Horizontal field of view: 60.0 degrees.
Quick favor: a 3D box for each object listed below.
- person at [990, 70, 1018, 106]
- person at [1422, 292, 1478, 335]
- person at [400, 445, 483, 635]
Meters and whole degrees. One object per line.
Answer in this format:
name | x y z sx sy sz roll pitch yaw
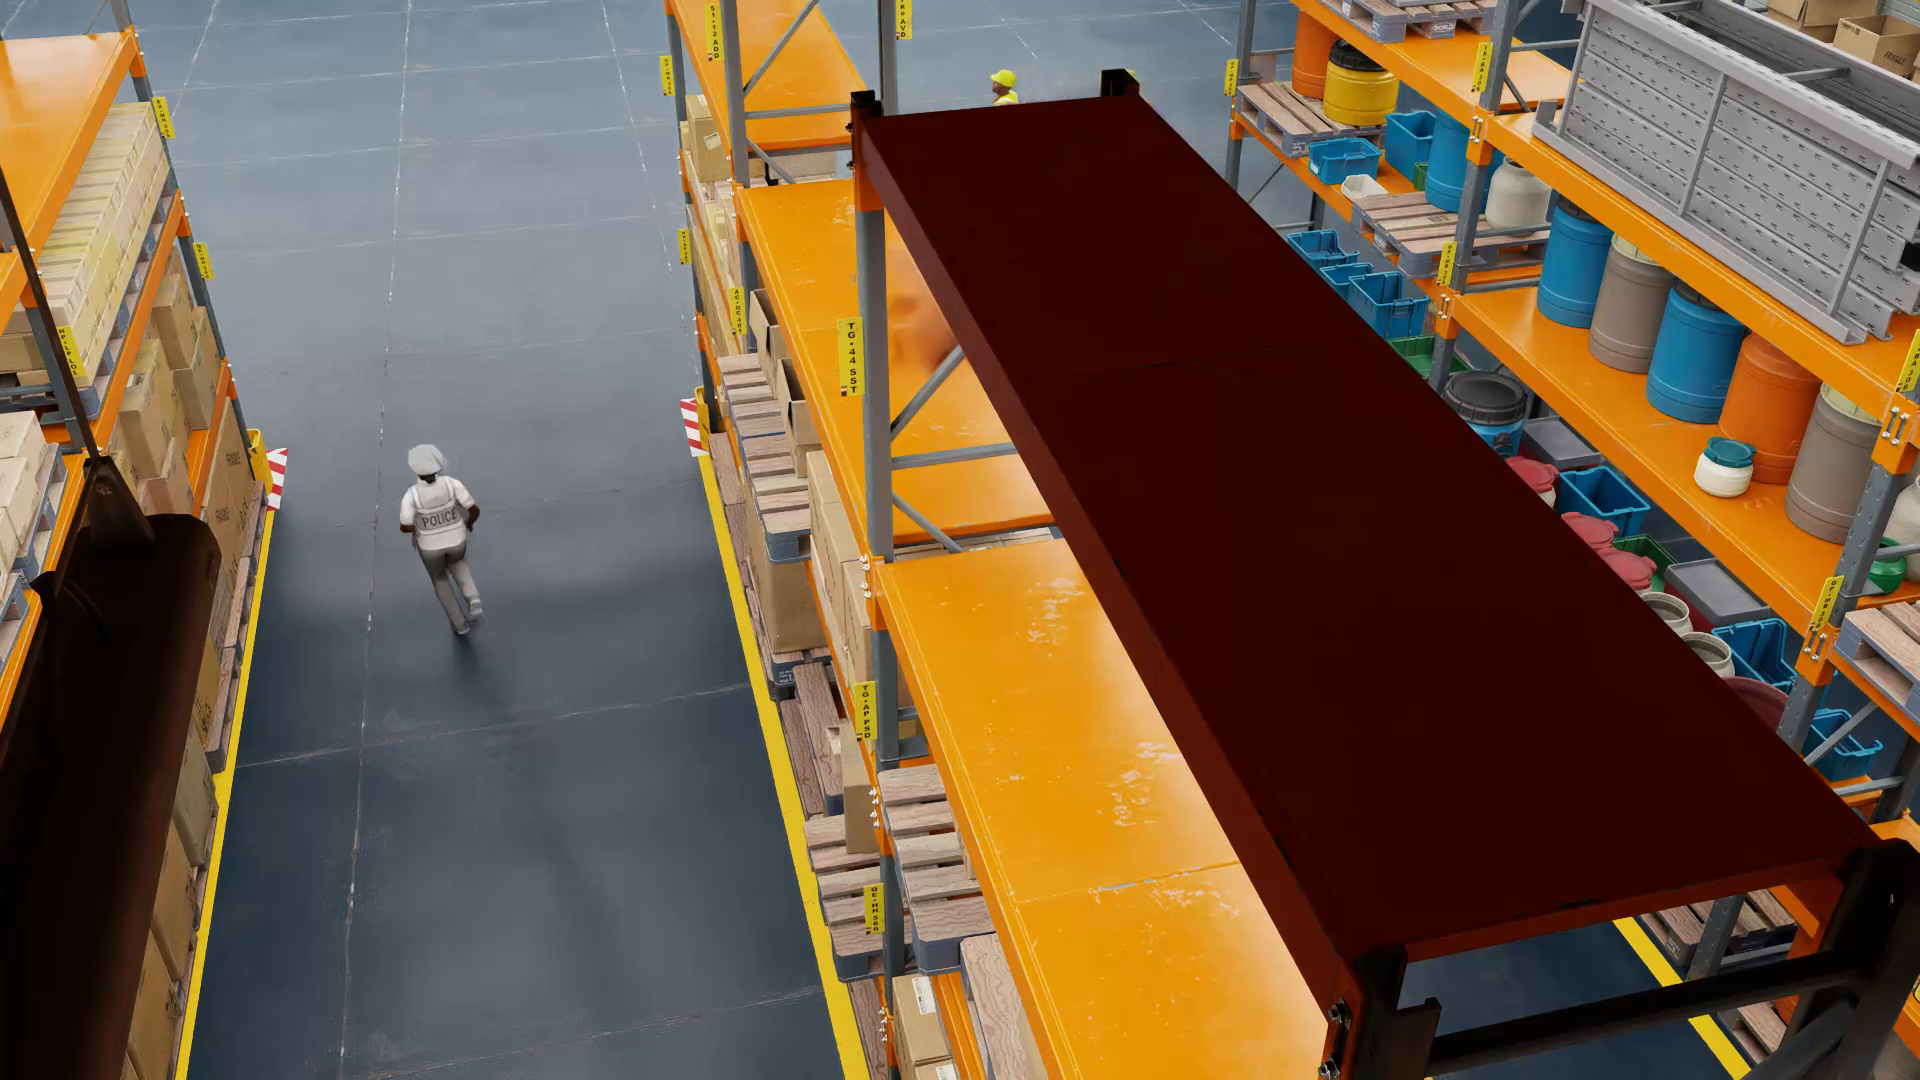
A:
person | 0.491 -4.610 19.303 0.591 1.717 0.700 5 35 7
person | 4.605 -2.210 15.849 0.561 1.631 0.596 -20 39 -27
person | -3.931 -0.013 12.617 0.574 1.658 0.560 -19 39 -25
